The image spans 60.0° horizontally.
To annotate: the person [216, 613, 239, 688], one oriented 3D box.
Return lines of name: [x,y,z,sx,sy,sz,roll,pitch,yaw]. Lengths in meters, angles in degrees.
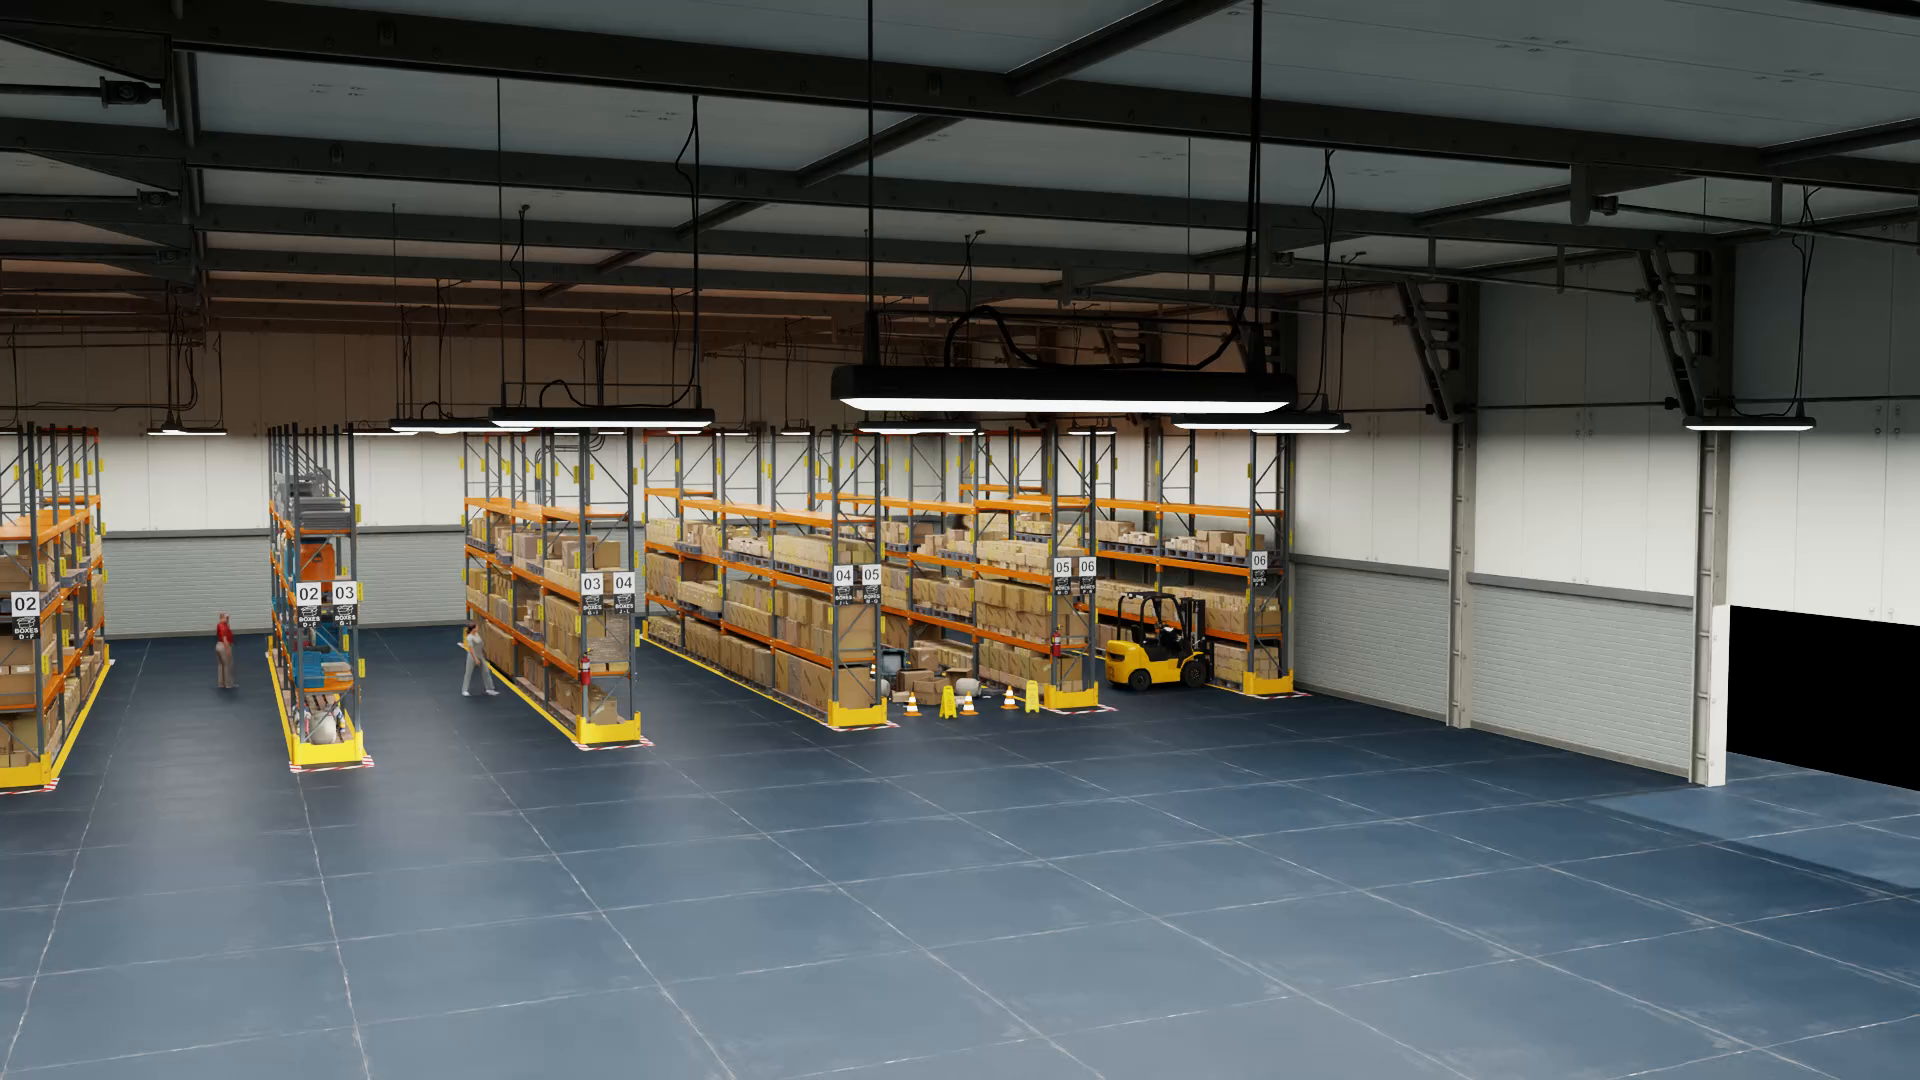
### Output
person: [-16.789,2.520,38.090,0.436,1.727,0.601,-3,5,-39]

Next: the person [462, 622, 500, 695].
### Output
person: [-10.722,2.635,37.026,0.700,1.658,0.595,2,4,30]
